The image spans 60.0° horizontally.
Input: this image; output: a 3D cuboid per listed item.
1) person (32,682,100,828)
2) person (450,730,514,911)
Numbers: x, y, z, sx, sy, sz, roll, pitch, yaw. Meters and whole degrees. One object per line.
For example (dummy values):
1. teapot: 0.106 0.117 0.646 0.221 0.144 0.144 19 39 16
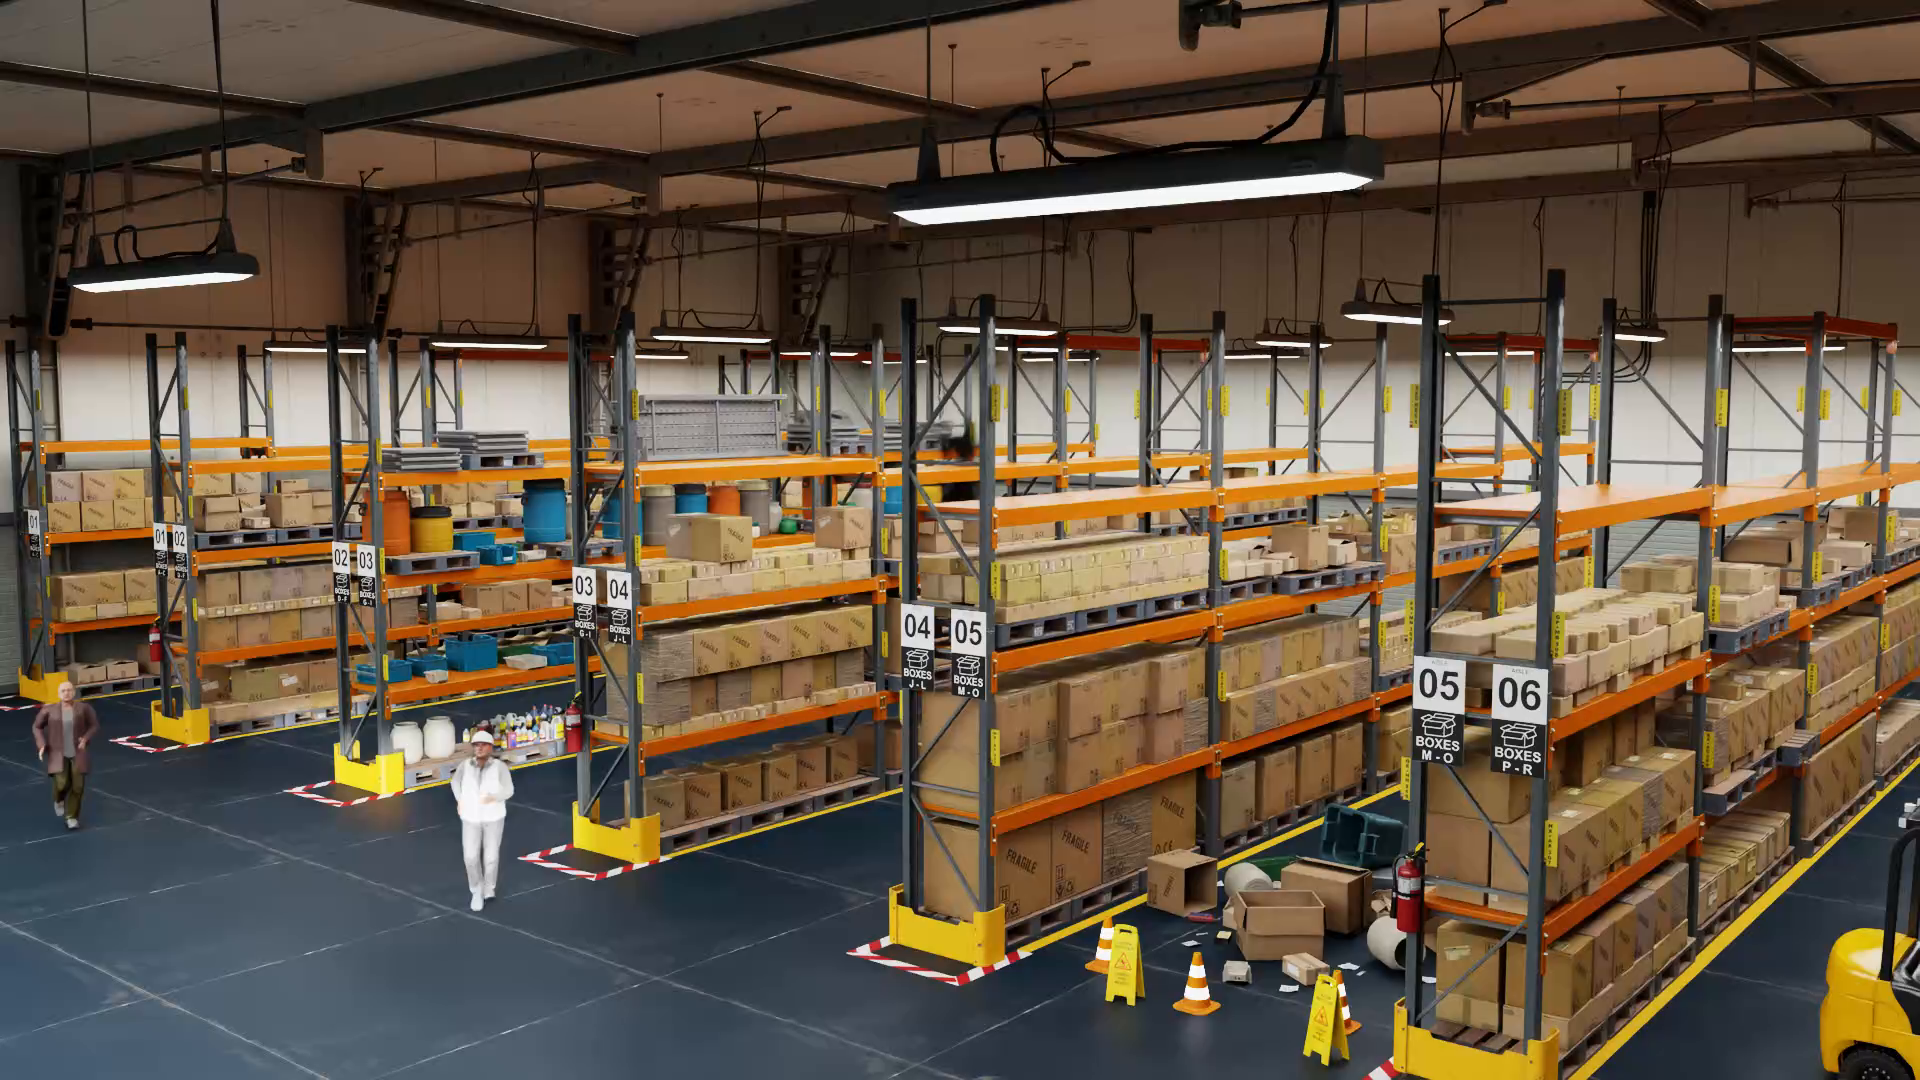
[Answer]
1. person: -10.538 2.537 19.651 0.708 1.730 0.635 -3 6 -32
2. person: -4.789 2.810 16.646 0.621 1.808 0.660 -1 5 -12
